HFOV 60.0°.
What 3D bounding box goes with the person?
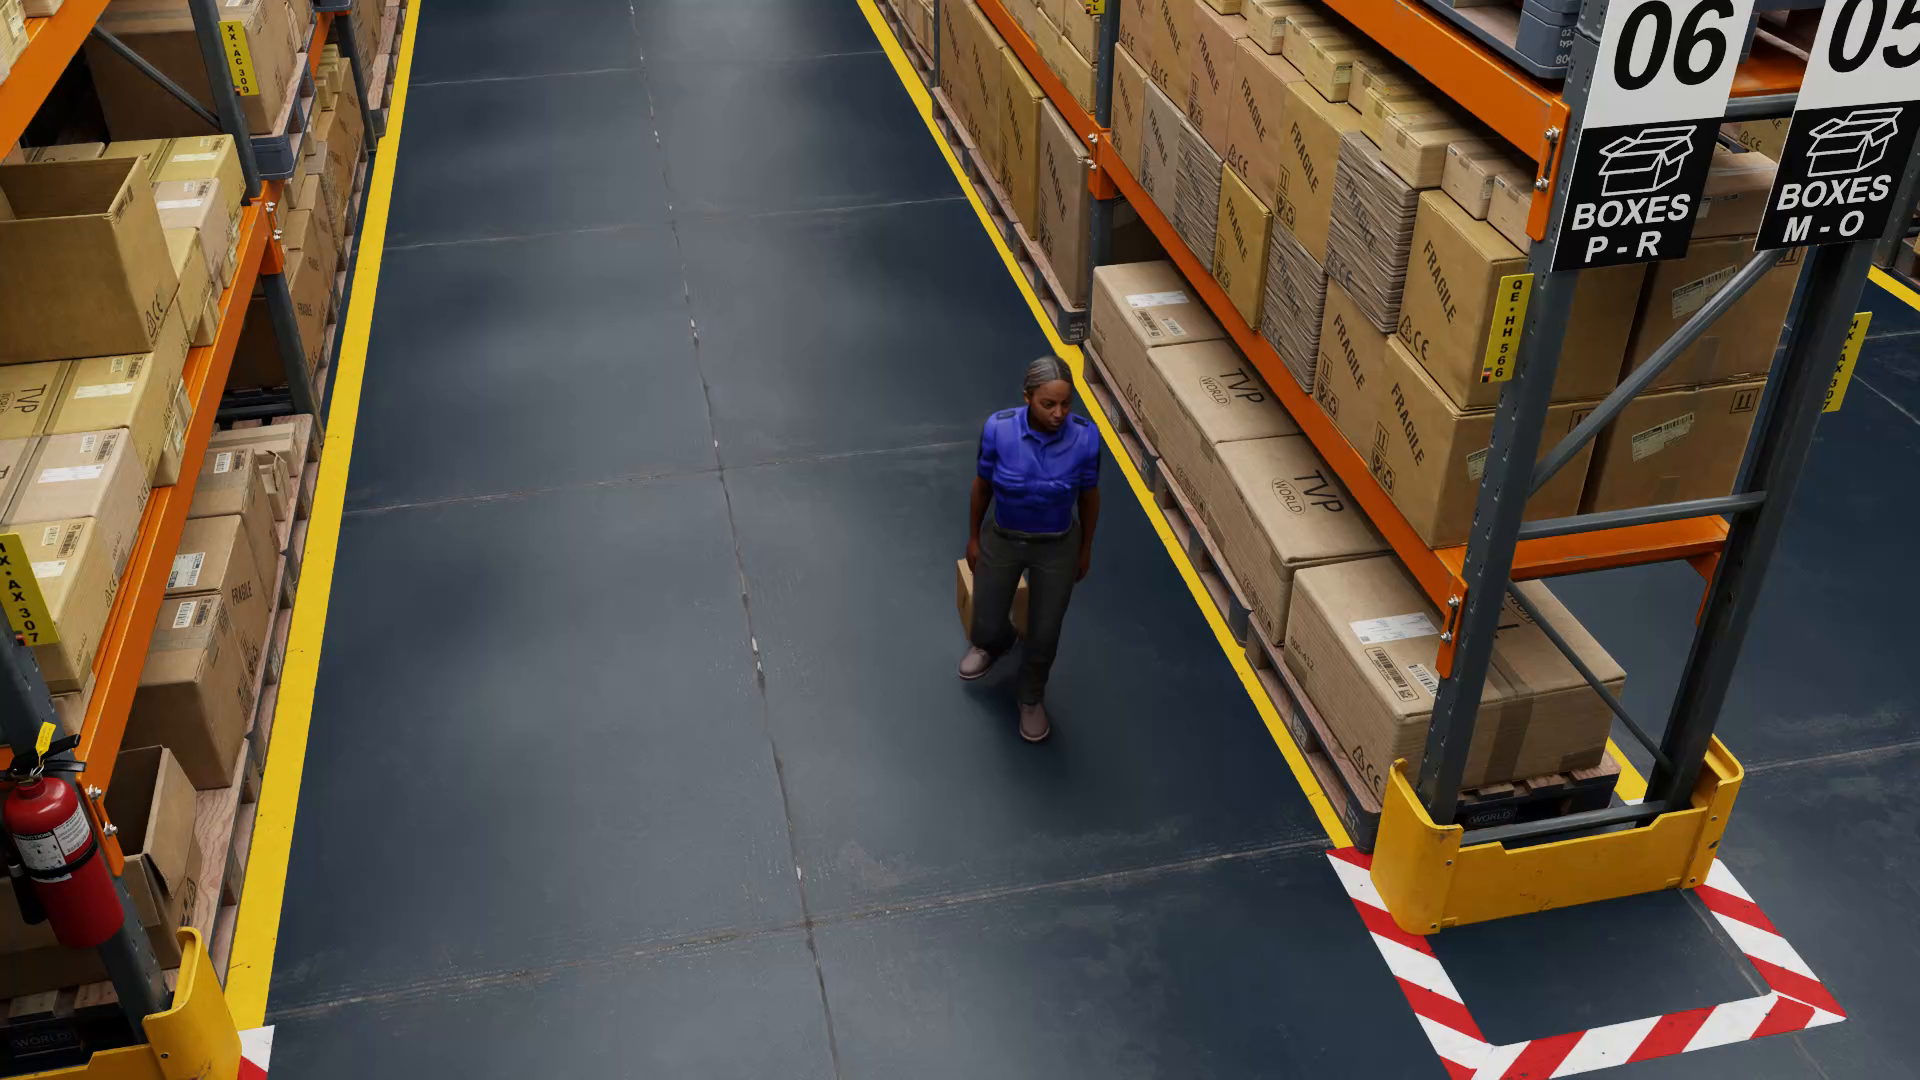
[{"bbox_3d":[0.247,-0.017,6.172,0.522,1.650,0.518,2,35,3],"label":"person"}]
